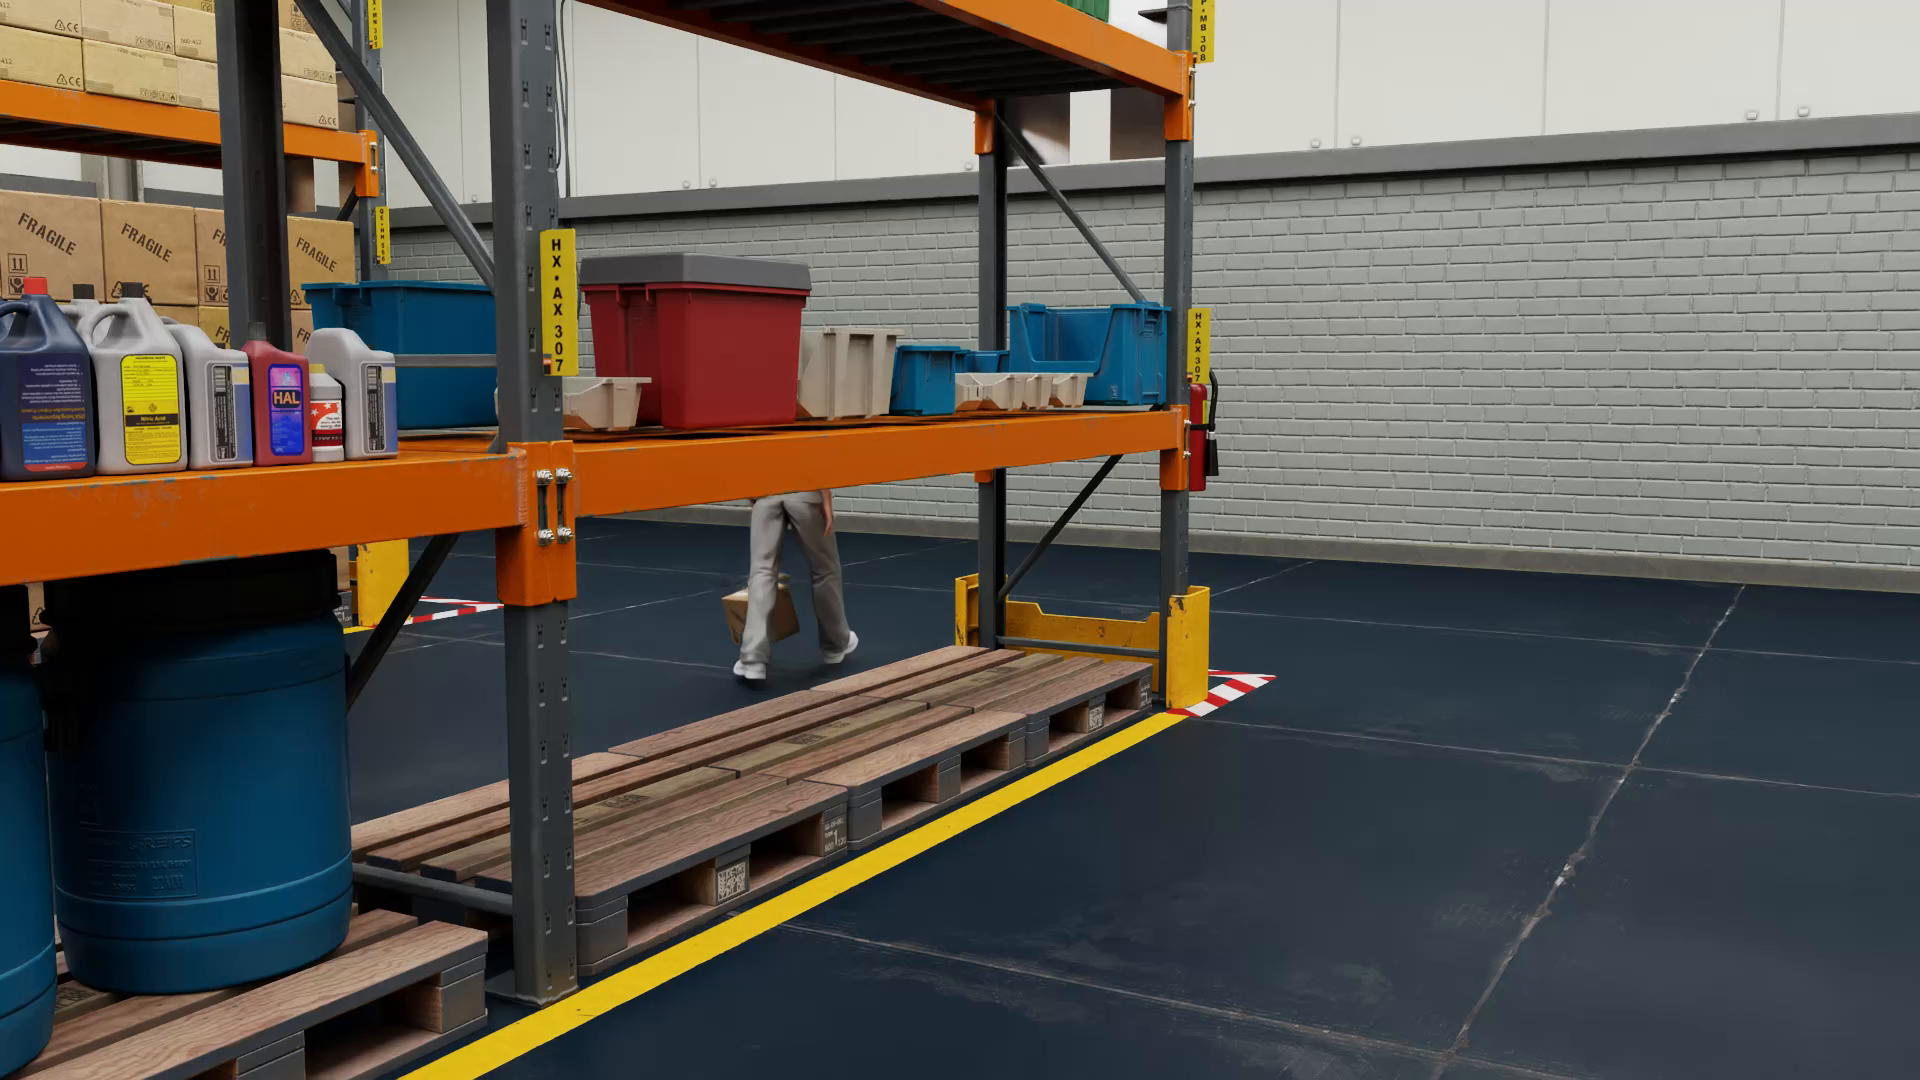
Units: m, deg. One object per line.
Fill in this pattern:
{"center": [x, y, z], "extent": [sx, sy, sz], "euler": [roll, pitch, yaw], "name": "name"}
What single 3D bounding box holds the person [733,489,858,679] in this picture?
{"center": [-0.825, -0.168, 8.086], "extent": [0.483, 1.622, 0.946], "euler": [1, 6, 11], "name": "person"}
